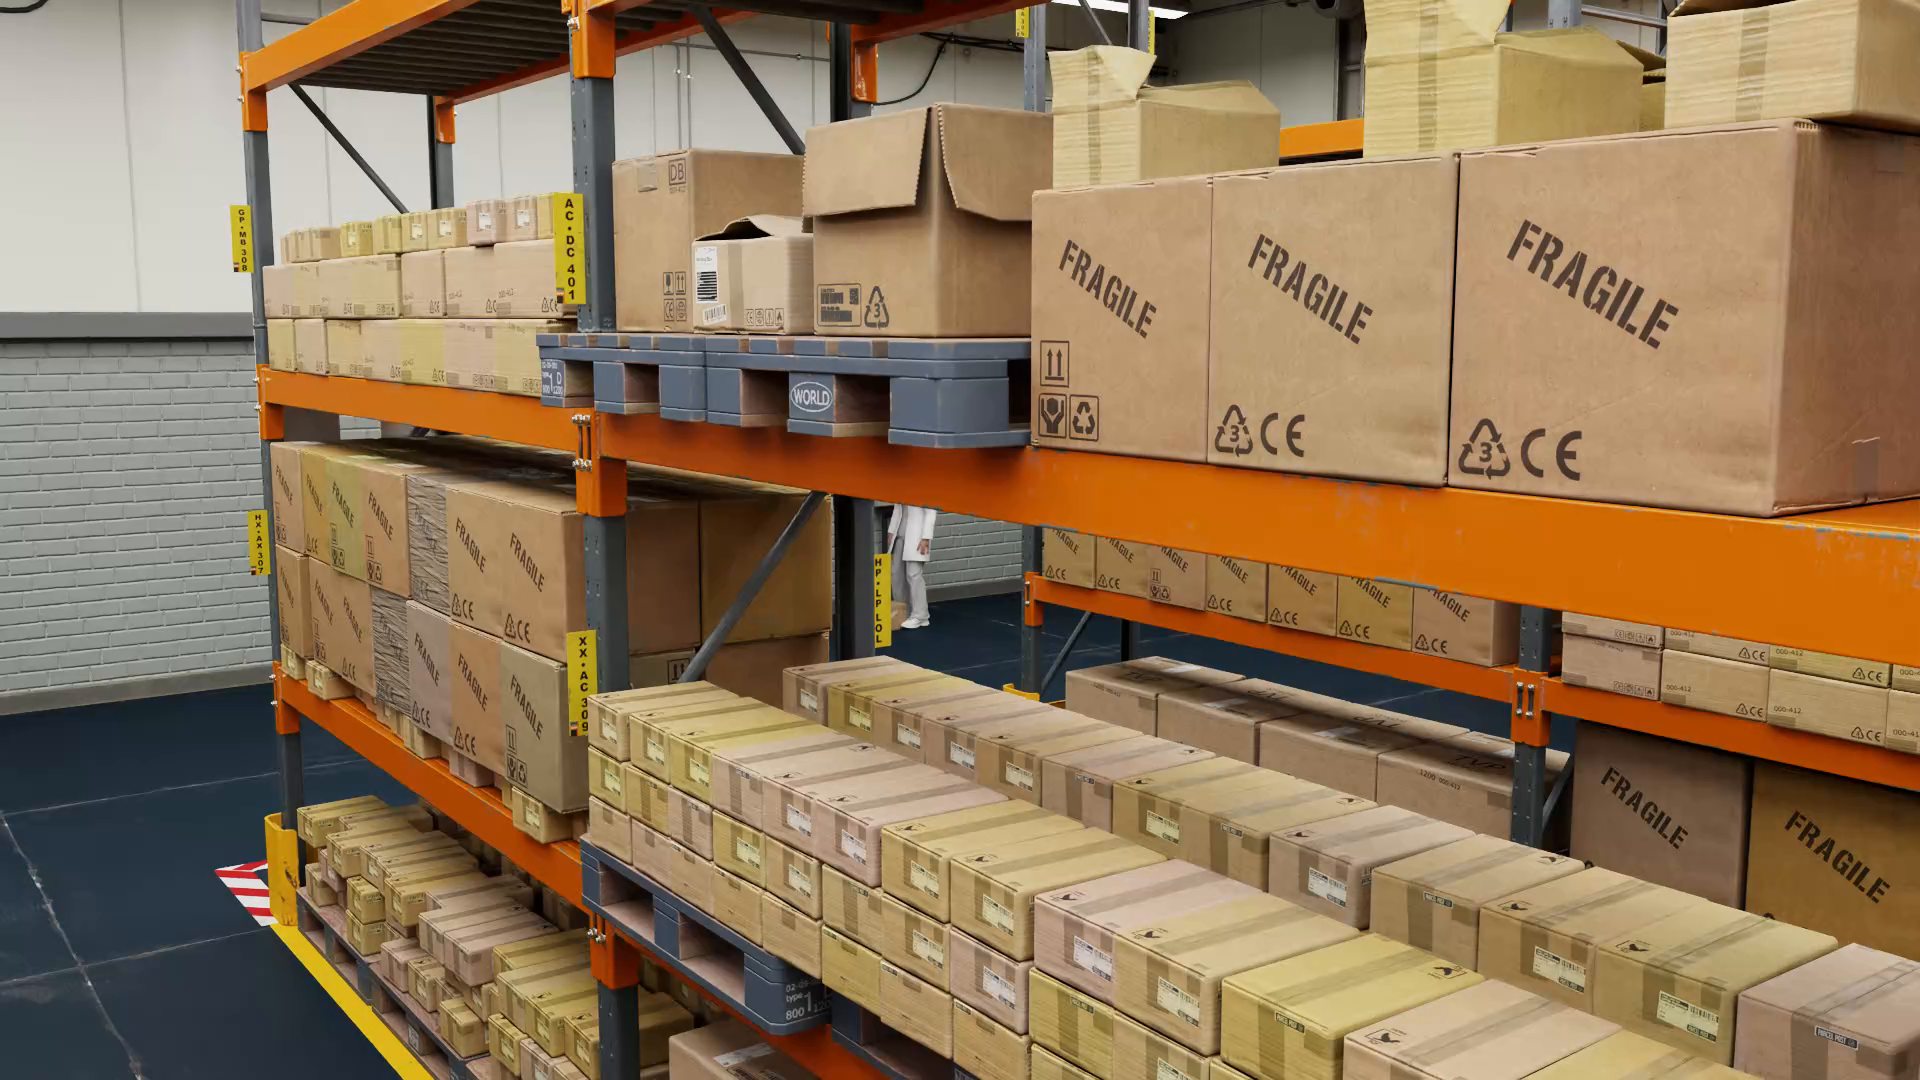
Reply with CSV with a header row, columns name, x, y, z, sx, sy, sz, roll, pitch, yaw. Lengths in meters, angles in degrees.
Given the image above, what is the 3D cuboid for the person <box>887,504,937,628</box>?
name,x,y,z,sx,sy,sz,roll,pitch,yaw
person,-0.498,-0.023,16.536,0.429,1.772,0.644,-6,10,-39
